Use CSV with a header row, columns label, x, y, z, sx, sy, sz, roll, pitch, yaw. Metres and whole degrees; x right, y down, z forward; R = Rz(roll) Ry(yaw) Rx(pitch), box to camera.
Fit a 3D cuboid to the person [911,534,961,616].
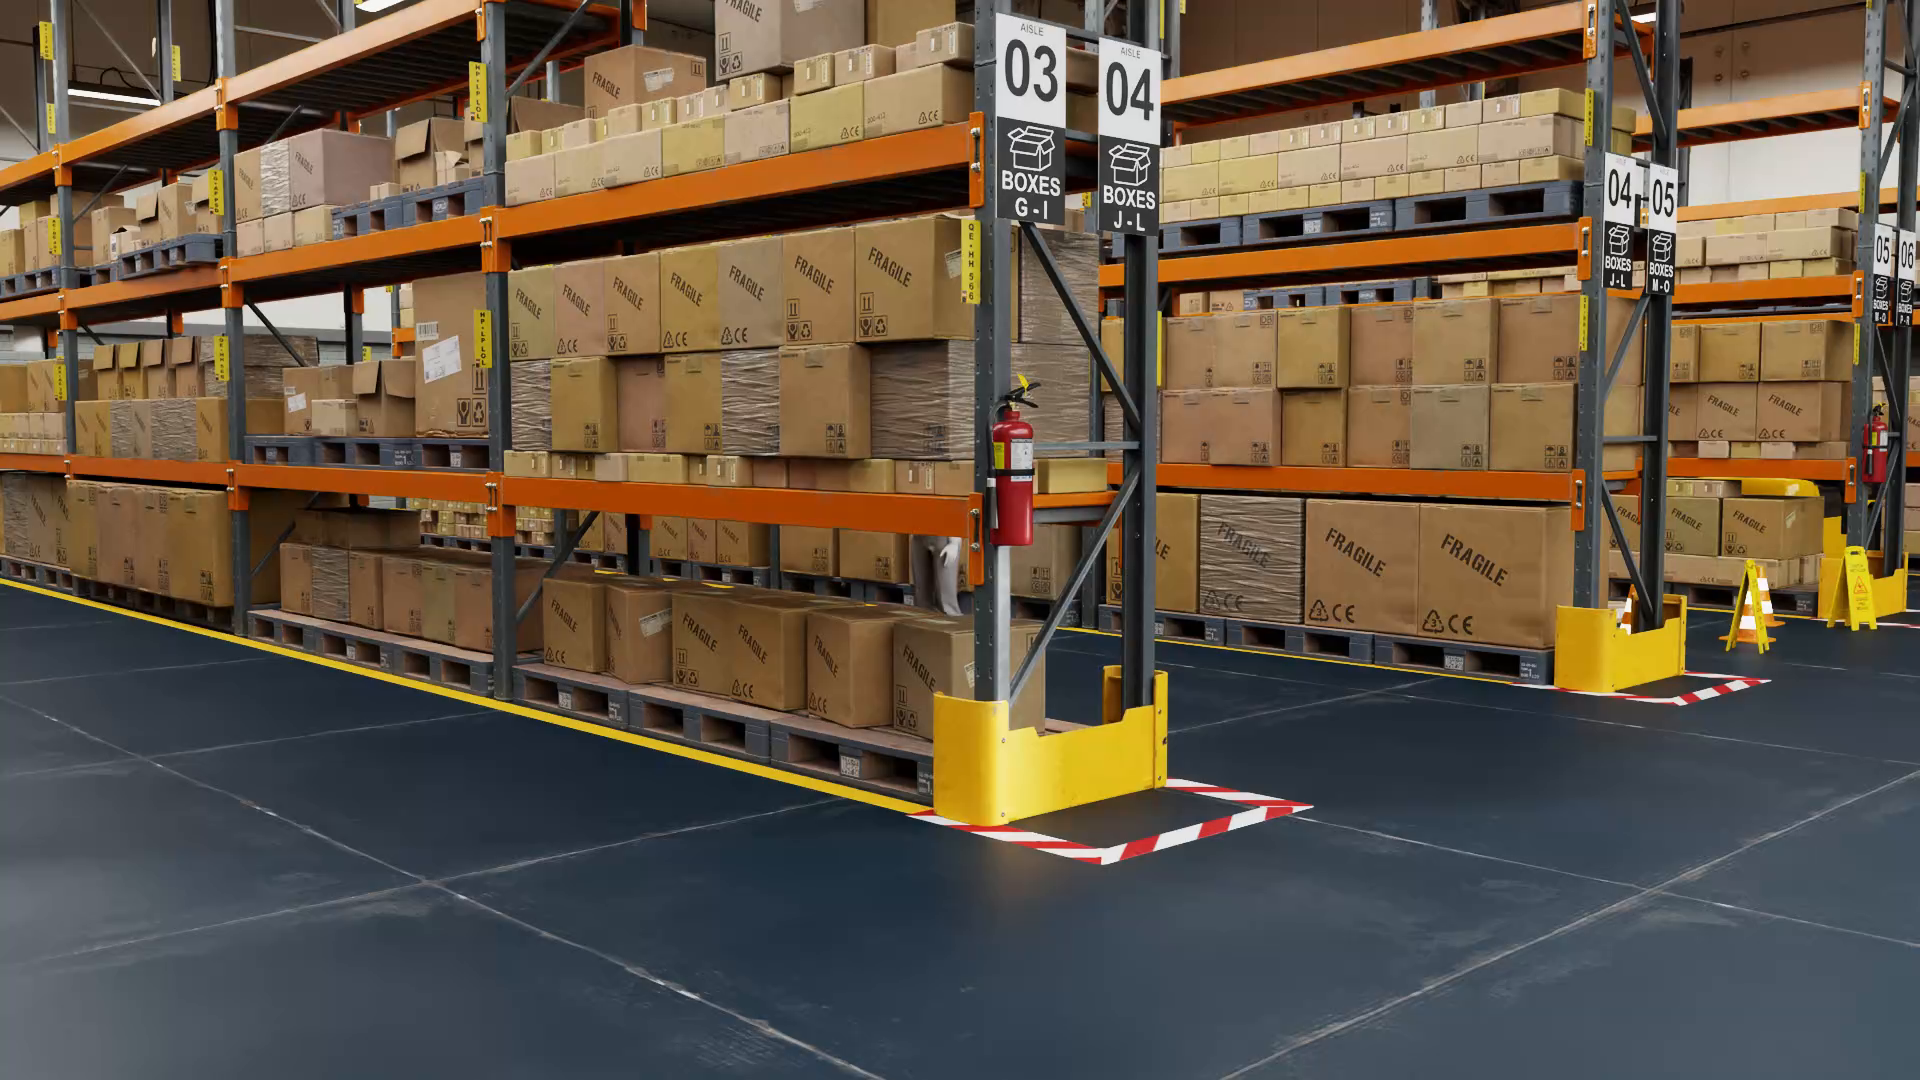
label,x,y,z,sx,sy,sz,roll,pitch,yaw
person,-0.155,0.014,10.747,0.345,1.687,0.466,-4,5,-42
